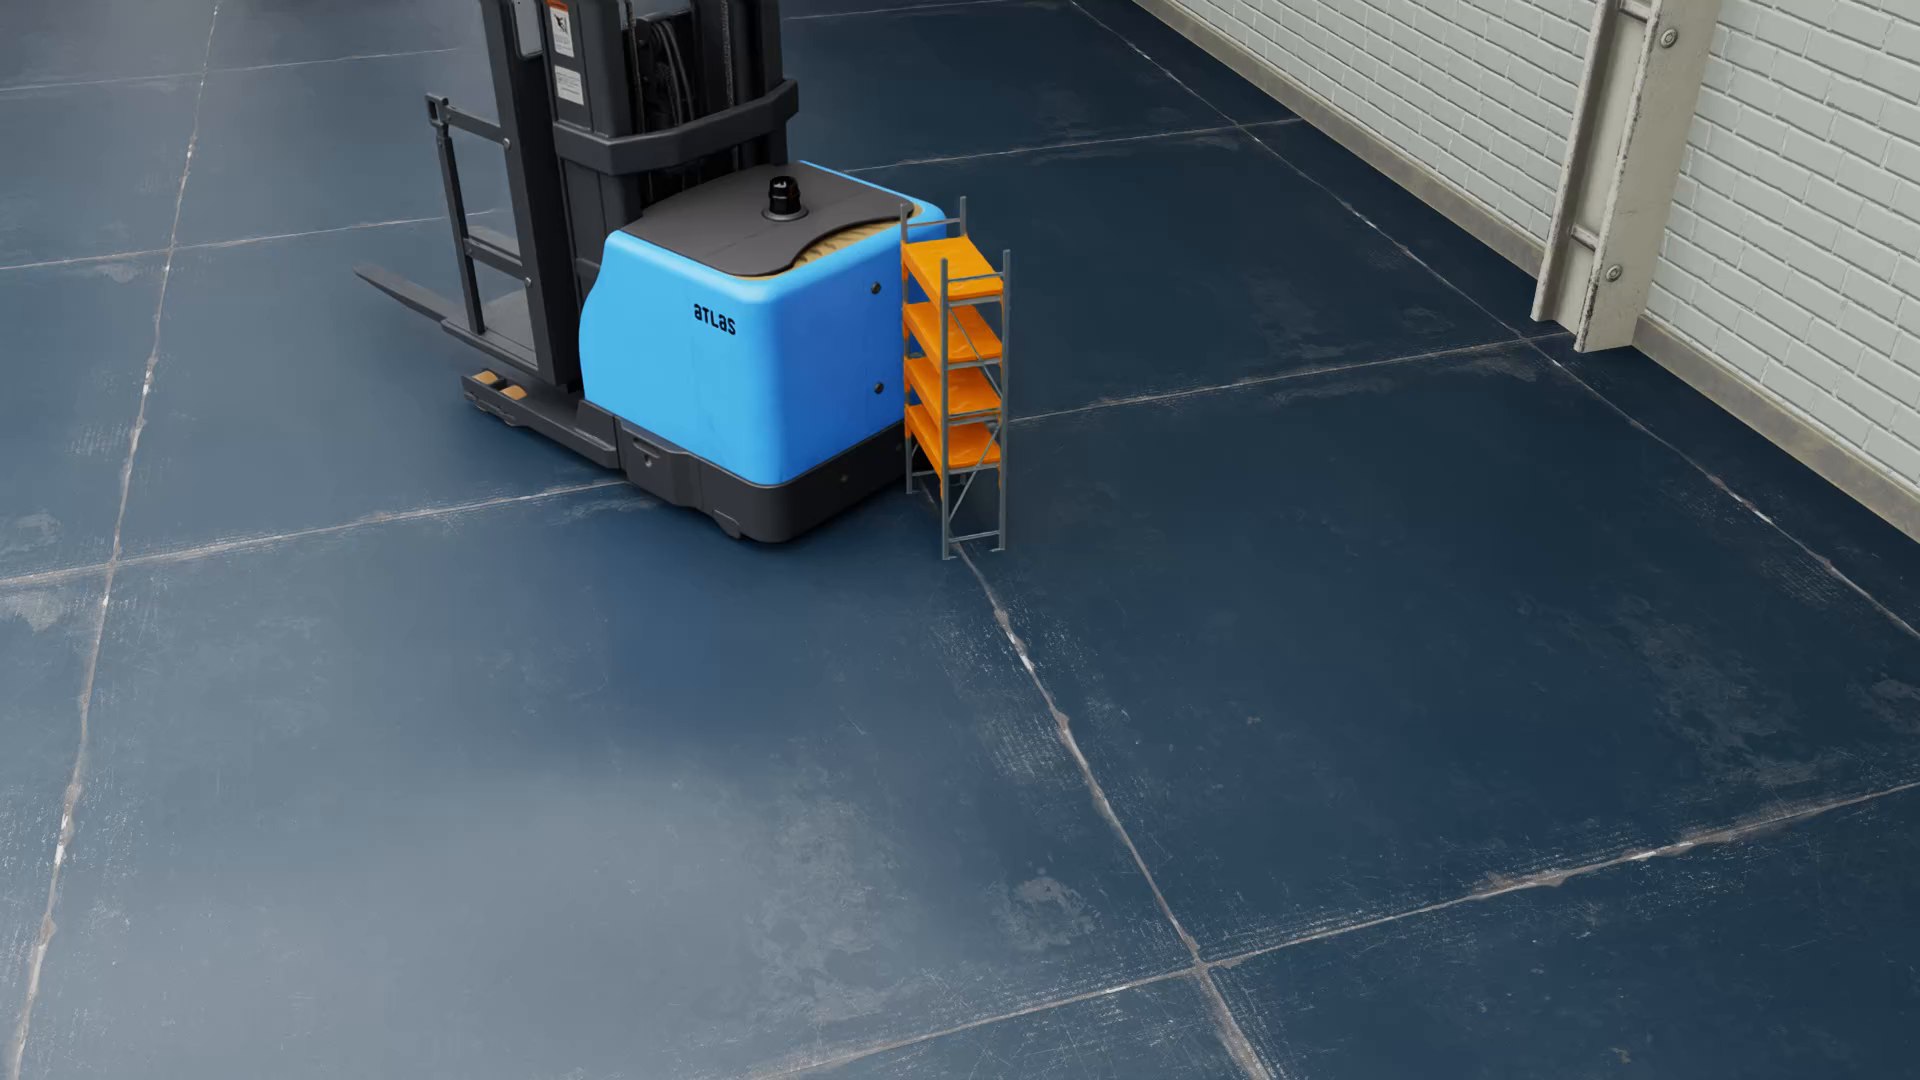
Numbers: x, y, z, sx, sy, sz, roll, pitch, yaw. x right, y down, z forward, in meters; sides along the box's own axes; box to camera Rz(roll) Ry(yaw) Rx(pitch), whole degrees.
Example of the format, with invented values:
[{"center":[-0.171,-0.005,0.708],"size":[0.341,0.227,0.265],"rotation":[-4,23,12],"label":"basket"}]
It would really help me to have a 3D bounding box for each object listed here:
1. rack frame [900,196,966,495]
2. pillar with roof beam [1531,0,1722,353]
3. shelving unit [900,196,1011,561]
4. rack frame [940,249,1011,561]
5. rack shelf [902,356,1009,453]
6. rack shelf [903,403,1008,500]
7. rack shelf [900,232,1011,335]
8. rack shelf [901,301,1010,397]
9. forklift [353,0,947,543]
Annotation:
[{"center":[-0.094,-0.701,6.223],"size":[0.240,1.200,0.015],"rotation":[-10,35,-14],"label":"rack frame"},{"center":[-1.205,-4.007,4.152],"size":[9.100,9.000,0.400],"rotation":[-10,35,-15],"label":"pillar with roof beam"},{"center":[-0.021,-0.573,6.029],"size":[0.258,1.200,0.503],"rotation":[-10,35,-14],"label":"shelving unit"},{"center":[0.052,-0.445,5.835],"size":[0.240,1.200,0.015],"rotation":[-10,35,-14],"label":"rack frame"},{"center":[-0.021,-0.517,6.066],"size":[0.258,0.148,0.480],"rotation":[-10,35,-14],"label":"rack shelf"},{"center":[-0.021,-0.351,6.175],"size":[0.258,0.148,0.480],"rotation":[-10,35,-14],"label":"rack shelf"},{"center":[-0.021,-0.901,5.812],"size":[0.258,0.148,0.480],"rotation":[-10,35,-14],"label":"rack shelf"},{"center":[-0.021,-0.703,5.943],"size":[0.258,0.148,0.480],"rotation":[-10,35,-14],"label":"rack shelf"},{"center":[-1.476,-1.895,6.459],"size":[3.031,2.935,1.130],"rotation":[26,41,33],"label":"forklift"}]
